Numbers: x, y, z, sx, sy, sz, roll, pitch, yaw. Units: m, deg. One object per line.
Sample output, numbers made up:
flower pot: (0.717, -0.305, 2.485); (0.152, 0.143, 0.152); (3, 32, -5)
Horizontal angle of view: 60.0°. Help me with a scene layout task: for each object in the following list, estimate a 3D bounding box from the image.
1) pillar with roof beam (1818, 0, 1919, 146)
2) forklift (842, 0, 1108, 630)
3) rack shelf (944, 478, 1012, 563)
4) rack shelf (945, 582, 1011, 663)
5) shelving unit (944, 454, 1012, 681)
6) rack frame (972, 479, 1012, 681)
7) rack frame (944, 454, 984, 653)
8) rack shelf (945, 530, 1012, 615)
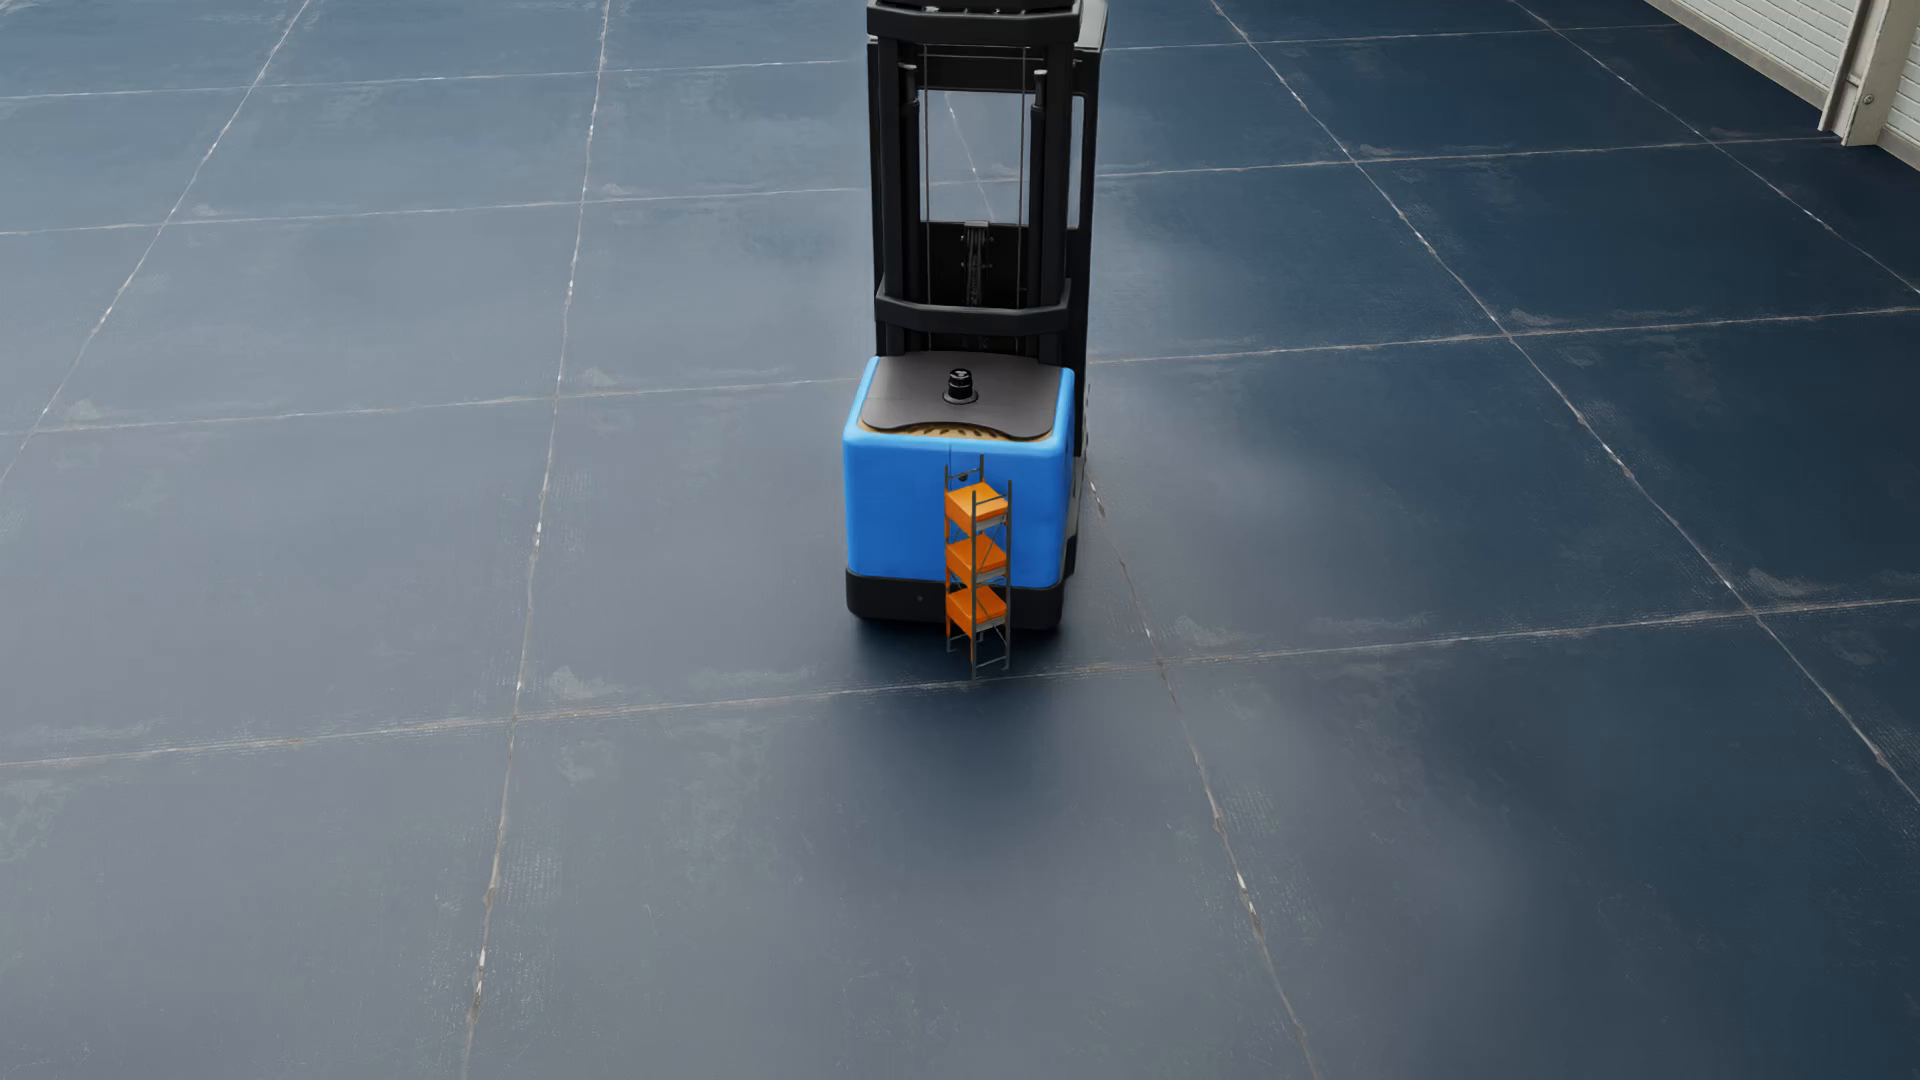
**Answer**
pillar with roof beam: (2.996, -6.693, 10.581); (9.100, 9.000, 0.400); (-4, 35, -6)
forklift: (0.141, -1.594, 8.487); (1.130, 2.935, 3.031); (4, 34, 6)
rack shelf: (0.080, -0.089, 7.462); (0.215, 0.259, 0.240); (-18, 38, -24)
rack shelf: (0.083, 0.375, 7.778); (0.215, 0.259, 0.240); (-18, 38, -24)
shelving unit: (0.082, 0.137, 7.616); (0.215, 1.050, 0.252); (-18, 38, -24)
rack frame: (0.142, 0.196, 7.528); (0.200, 1.050, 0.008); (-18, 38, -24)
rack frame: (0.021, 0.077, 7.704); (0.200, 1.050, 0.008); (-18, 38, -24)
rack shelf: (0.082, 0.145, 7.622); (0.215, 0.259, 0.240); (-18, 38, -24)
